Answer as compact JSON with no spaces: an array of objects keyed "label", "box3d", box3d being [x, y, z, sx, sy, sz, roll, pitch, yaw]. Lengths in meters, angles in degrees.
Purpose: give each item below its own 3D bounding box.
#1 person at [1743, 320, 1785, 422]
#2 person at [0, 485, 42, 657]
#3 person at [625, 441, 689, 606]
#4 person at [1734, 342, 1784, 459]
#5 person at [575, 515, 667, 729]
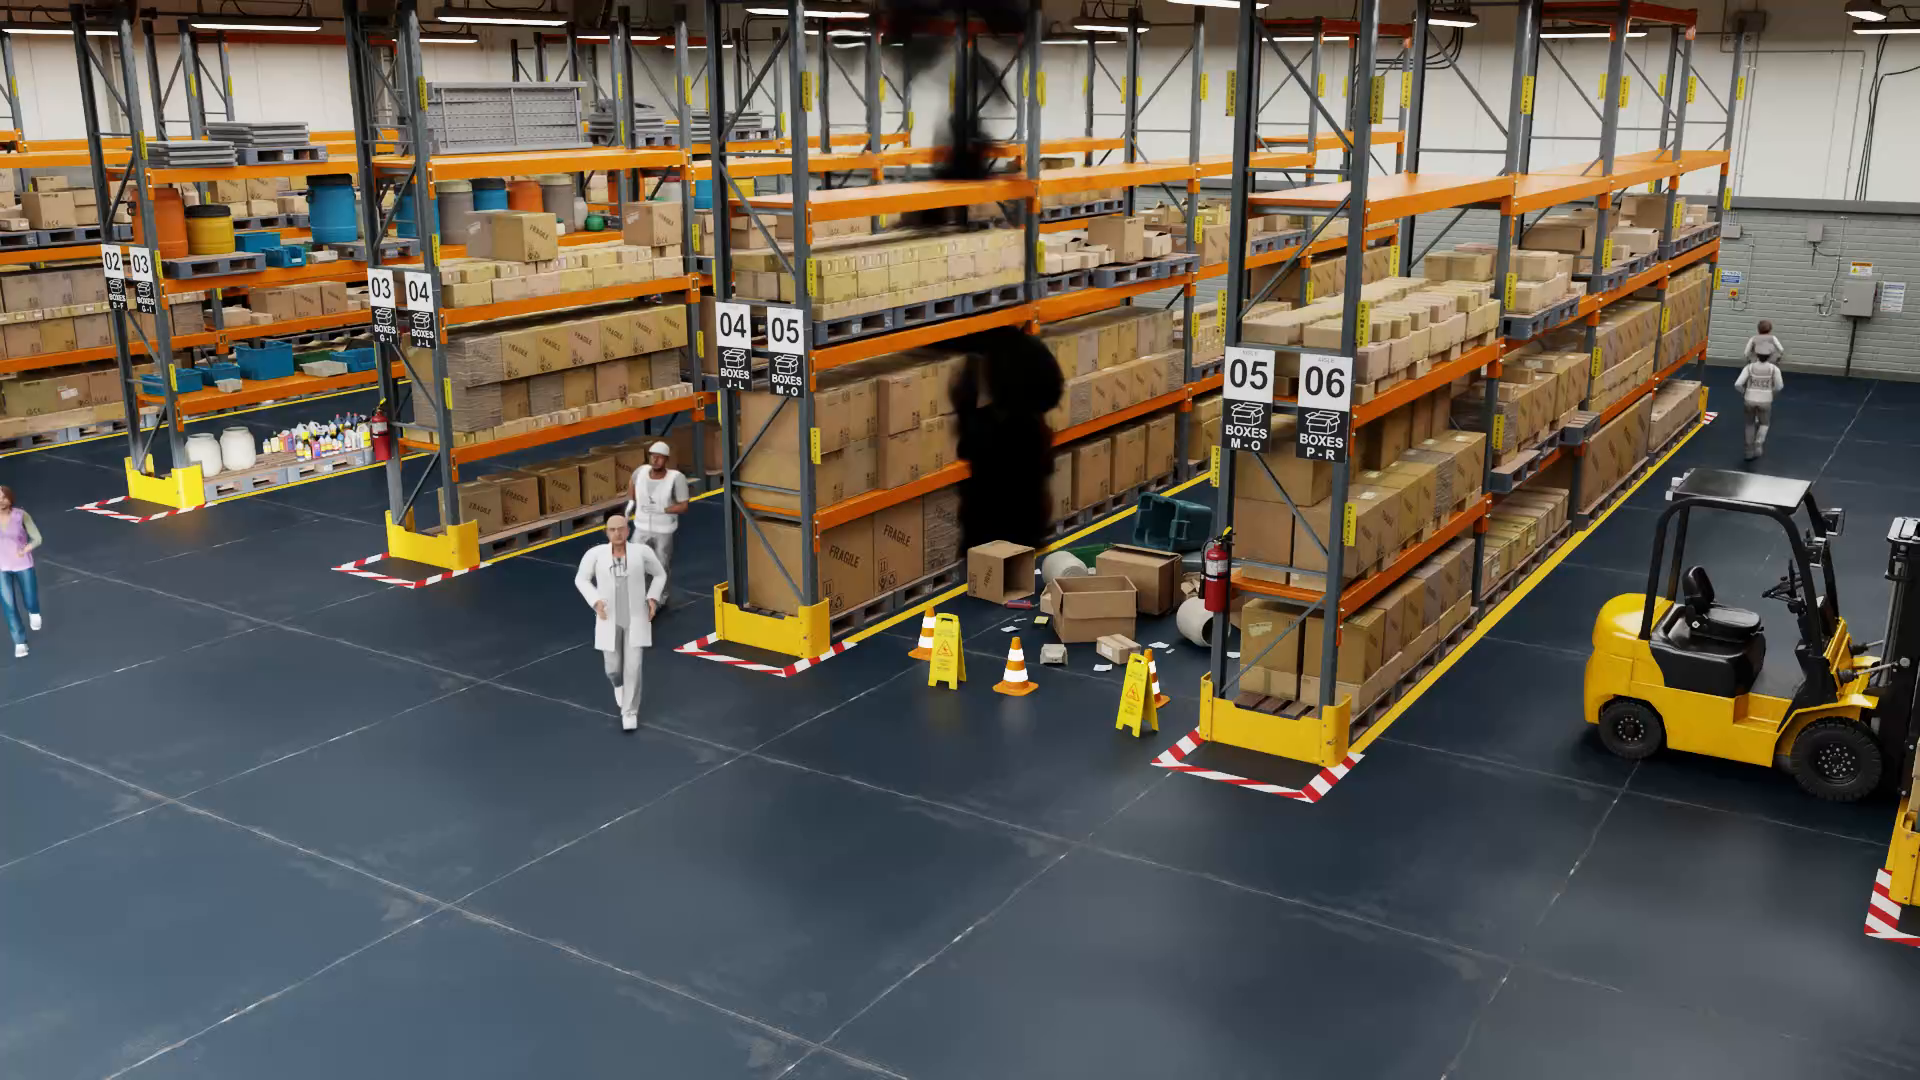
[{"label":"person","box3d":[12.318,-2.596,25.596,0.549,1.578,0.612,4,16,13]},{"label":"person","box3d":[-8.772,0.253,15.393,0.546,1.558,0.730,-7,17,-22]},{"label":"person","box3d":[-2.958,-0.082,16.315,0.686,1.827,0.701,2,16,6]},{"label":"person","box3d":[11.034,-1.915,23.021,0.617,1.648,0.596,8,17,27]},{"label":"person","box3d":[-2.768,0.642,13.660,0.740,1.746,0.748,-3,16,-10]}]
